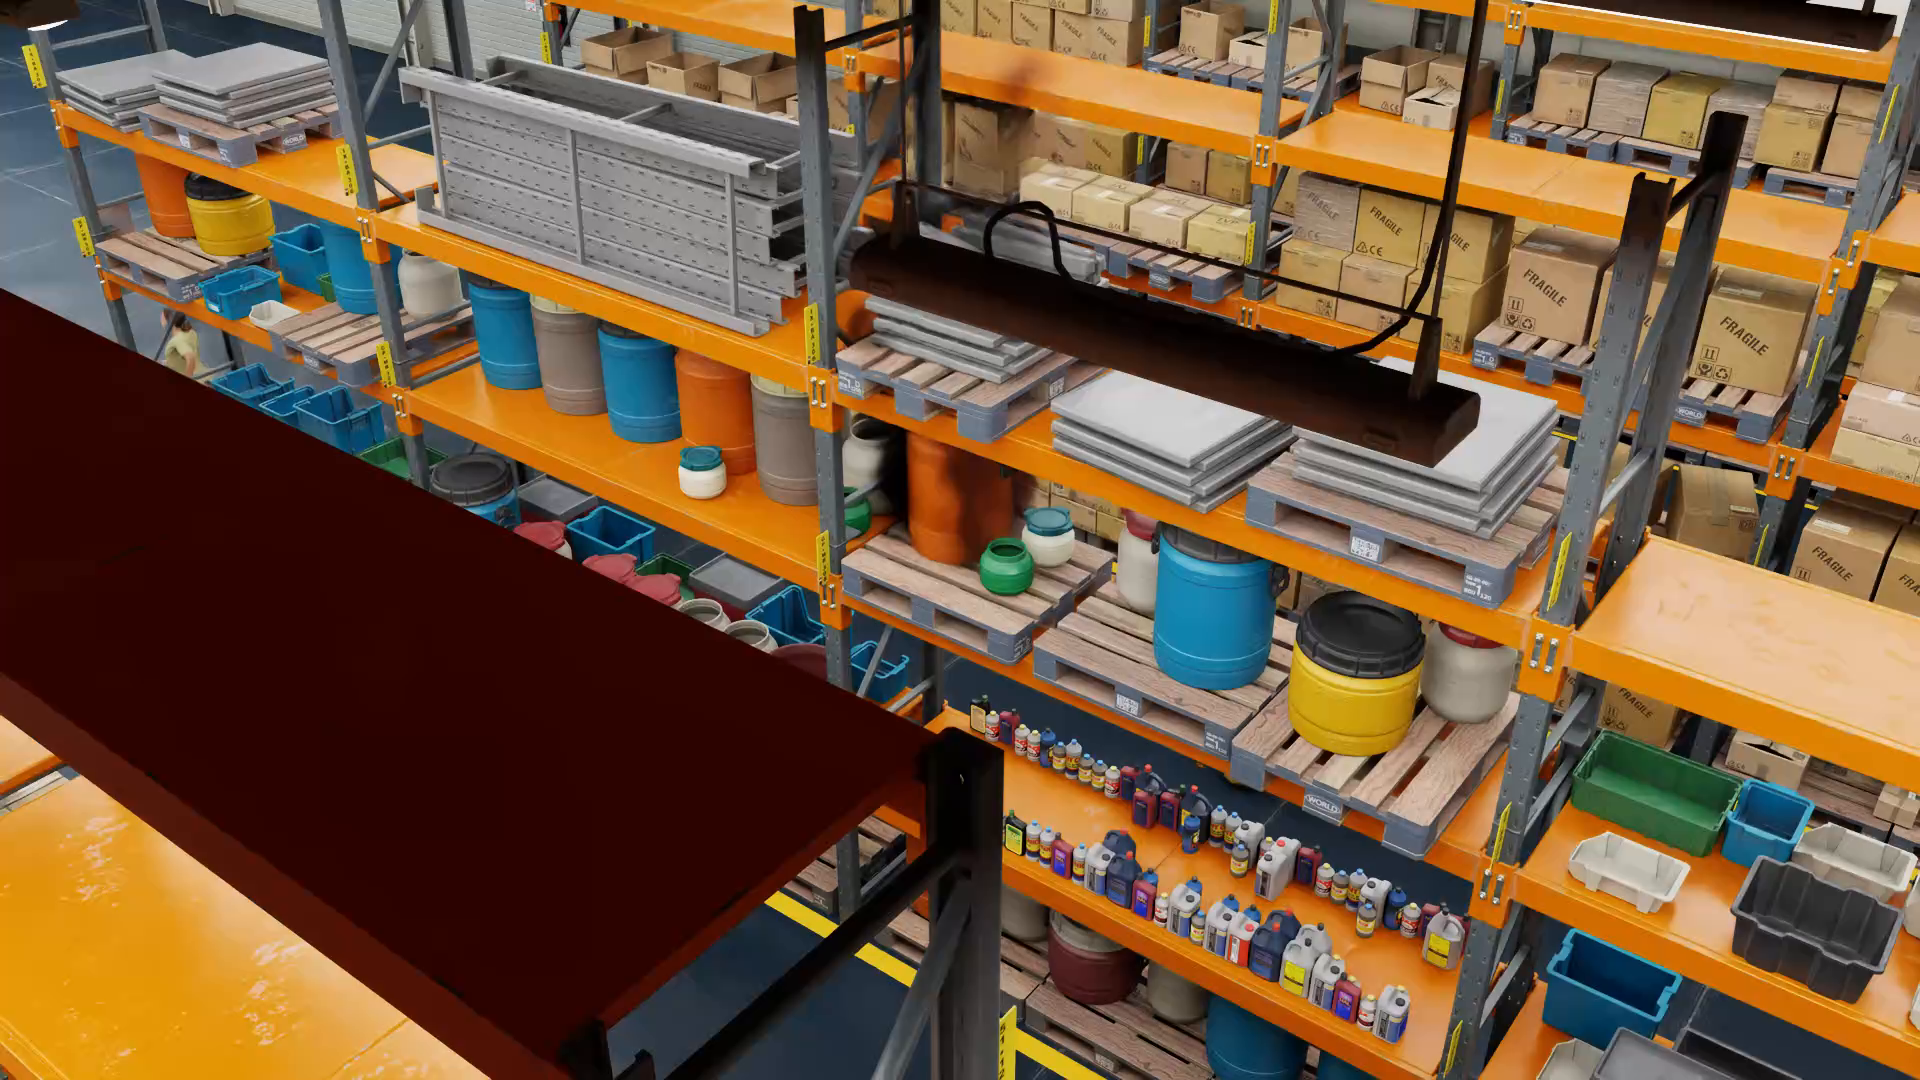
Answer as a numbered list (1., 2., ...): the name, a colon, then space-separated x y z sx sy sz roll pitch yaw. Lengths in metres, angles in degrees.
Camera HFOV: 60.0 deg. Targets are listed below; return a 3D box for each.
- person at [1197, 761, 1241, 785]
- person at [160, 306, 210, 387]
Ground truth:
1. person: 1.876 0.991 11.977 0.803 1.787 0.669 13 34 20
2. person: -7.482 -1.493 16.146 0.609 1.661 0.605 -1 31 -1
